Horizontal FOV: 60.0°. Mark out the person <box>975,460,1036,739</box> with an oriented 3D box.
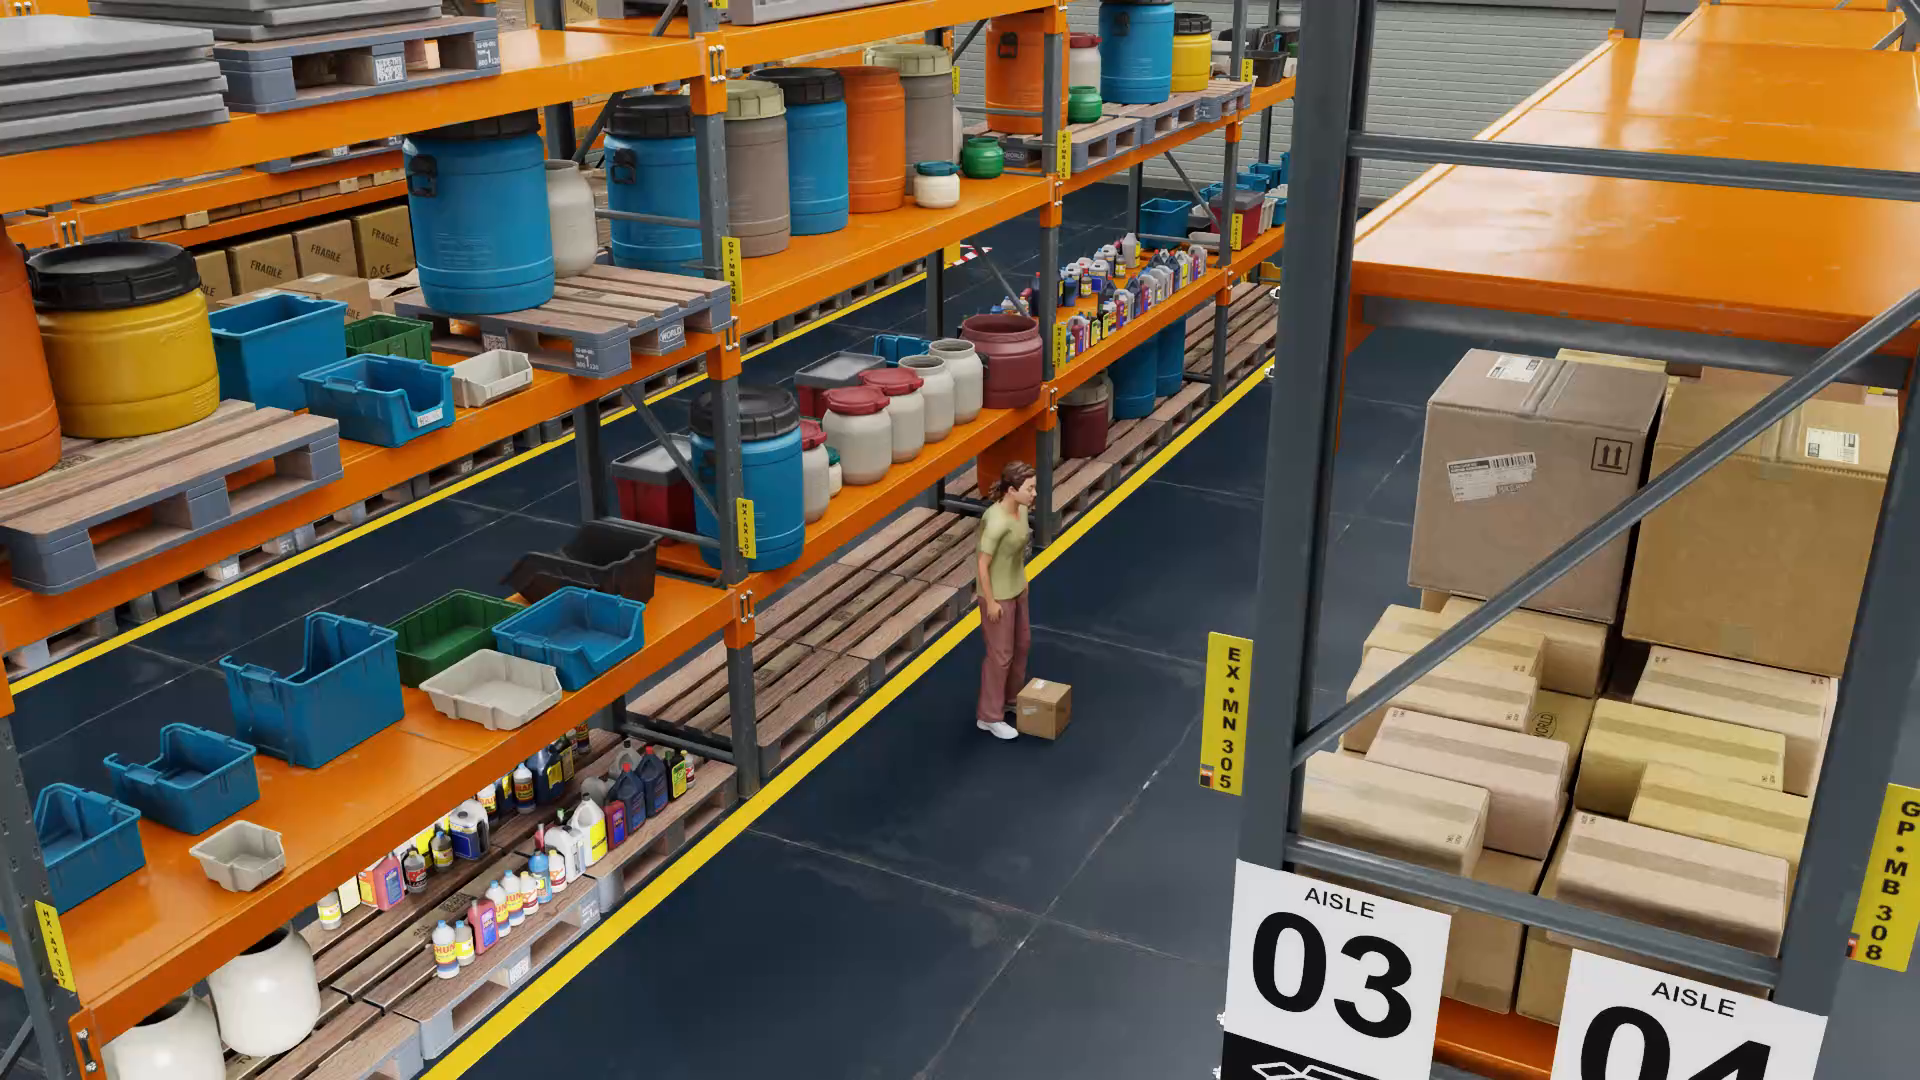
[{"bbox_3d":[0.281,0.320,9.836,0.354,1.673,0.499,11,25,24],"label":"person"}]
